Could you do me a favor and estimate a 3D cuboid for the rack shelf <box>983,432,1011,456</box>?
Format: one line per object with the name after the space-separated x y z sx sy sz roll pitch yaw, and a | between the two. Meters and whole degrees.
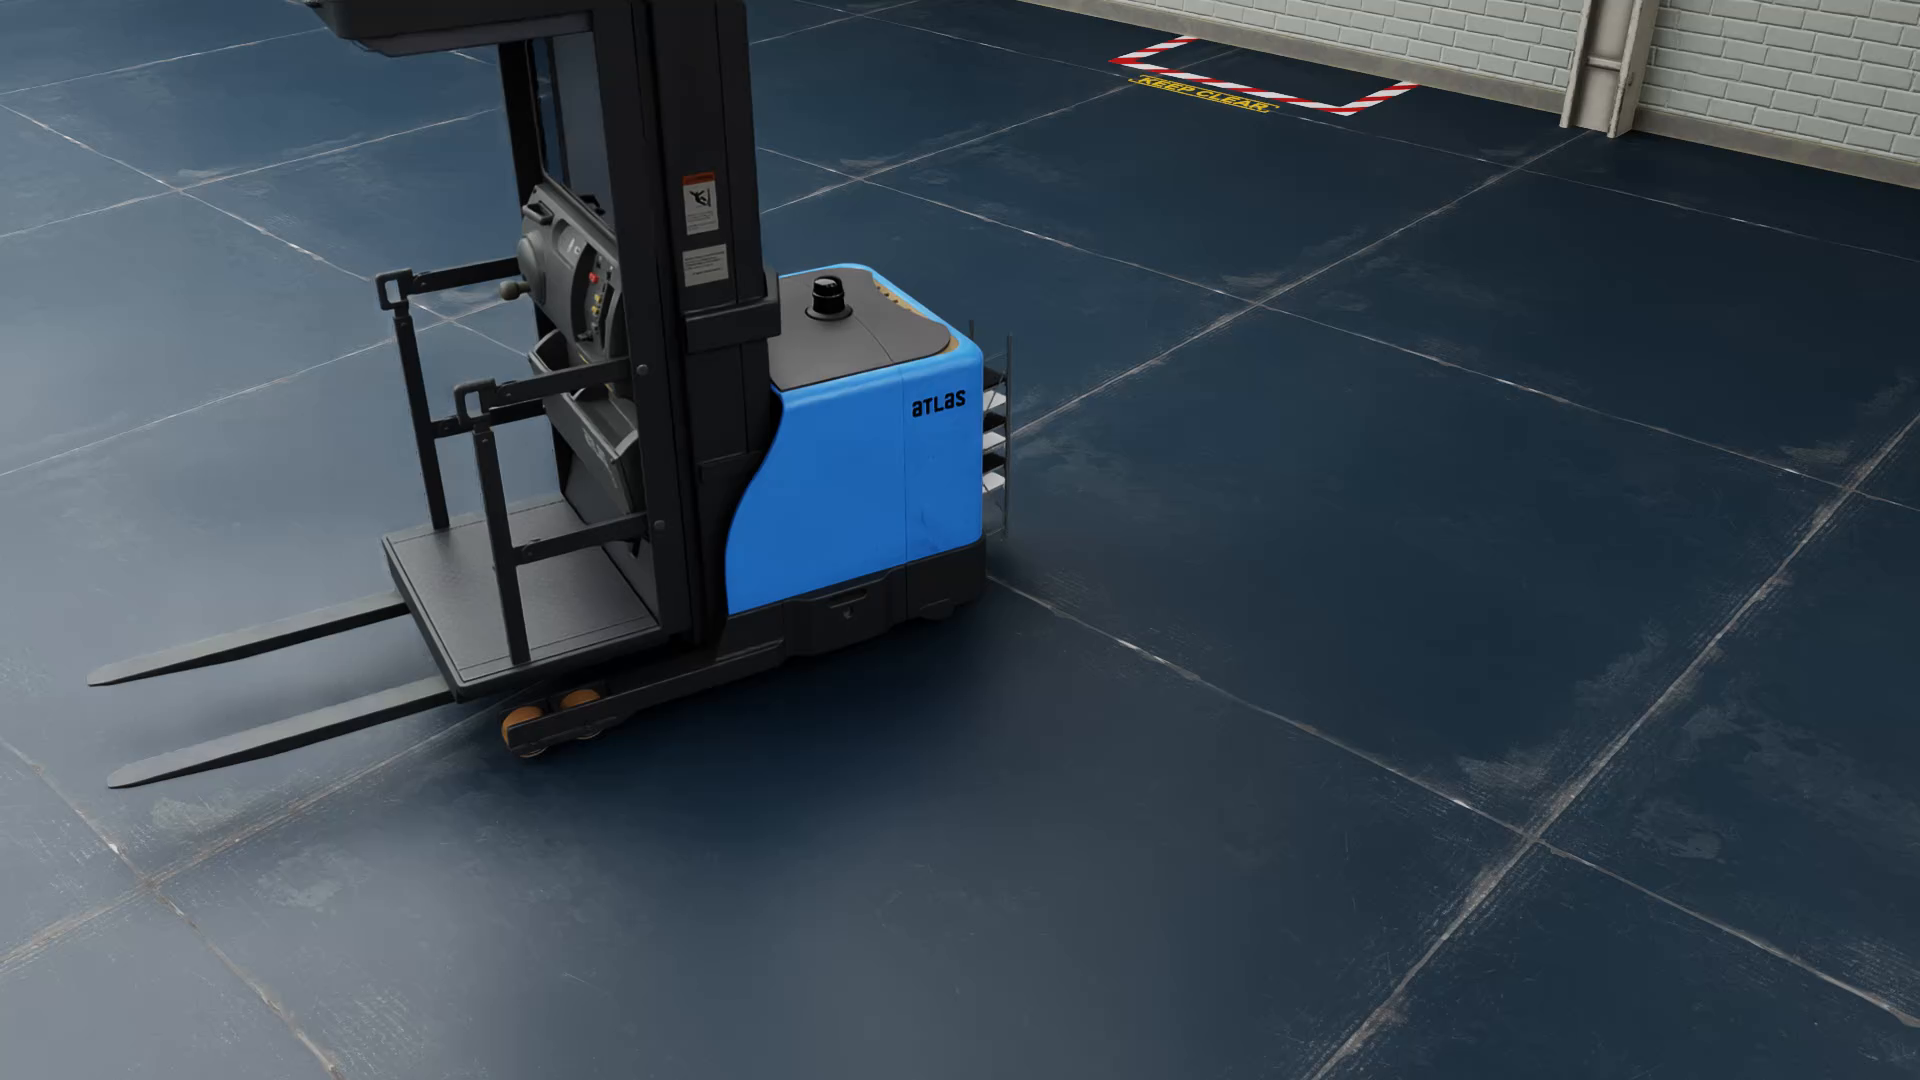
0.038 -0.361 6.541 0.258 0.077 0.200 -27 40 -37 | rack shelf

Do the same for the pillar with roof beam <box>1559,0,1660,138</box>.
1.506 -5.061 6.432 0.400 9.000 9.100 25 39 35 | pillar with roof beam

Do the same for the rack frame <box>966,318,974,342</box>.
-0.032 -0.427 6.586 0.240 0.900 0.006 -27 40 -37 | rack frame

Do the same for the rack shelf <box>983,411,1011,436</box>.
0.038 -0.438 6.495 0.258 0.077 0.200 -27 40 -37 | rack shelf

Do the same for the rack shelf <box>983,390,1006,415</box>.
0.038 -0.515 6.448 0.258 0.077 0.200 -27 40 -37 | rack shelf

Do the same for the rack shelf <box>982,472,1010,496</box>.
0.038 -0.206 6.634 0.258 0.077 0.200 -27 40 -37 | rack shelf

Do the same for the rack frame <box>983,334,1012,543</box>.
0.109 -0.351 6.461 0.240 0.900 0.006 -27 40 -37 | rack frame

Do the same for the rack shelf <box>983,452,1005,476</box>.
0.038 -0.283 6.587 0.258 0.077 0.200 -27 40 -37 | rack shelf

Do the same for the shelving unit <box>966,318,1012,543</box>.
0.038 -0.389 6.524 0.258 0.900 0.210 -27 40 -37 | shelving unit

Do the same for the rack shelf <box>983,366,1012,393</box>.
0.038 -0.592 6.402 0.258 0.077 0.200 -27 40 -37 | rack shelf

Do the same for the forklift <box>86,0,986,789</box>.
-1.440 -0.844 5.309 3.031 2.935 1.130 -16 35 -25 | forklift
